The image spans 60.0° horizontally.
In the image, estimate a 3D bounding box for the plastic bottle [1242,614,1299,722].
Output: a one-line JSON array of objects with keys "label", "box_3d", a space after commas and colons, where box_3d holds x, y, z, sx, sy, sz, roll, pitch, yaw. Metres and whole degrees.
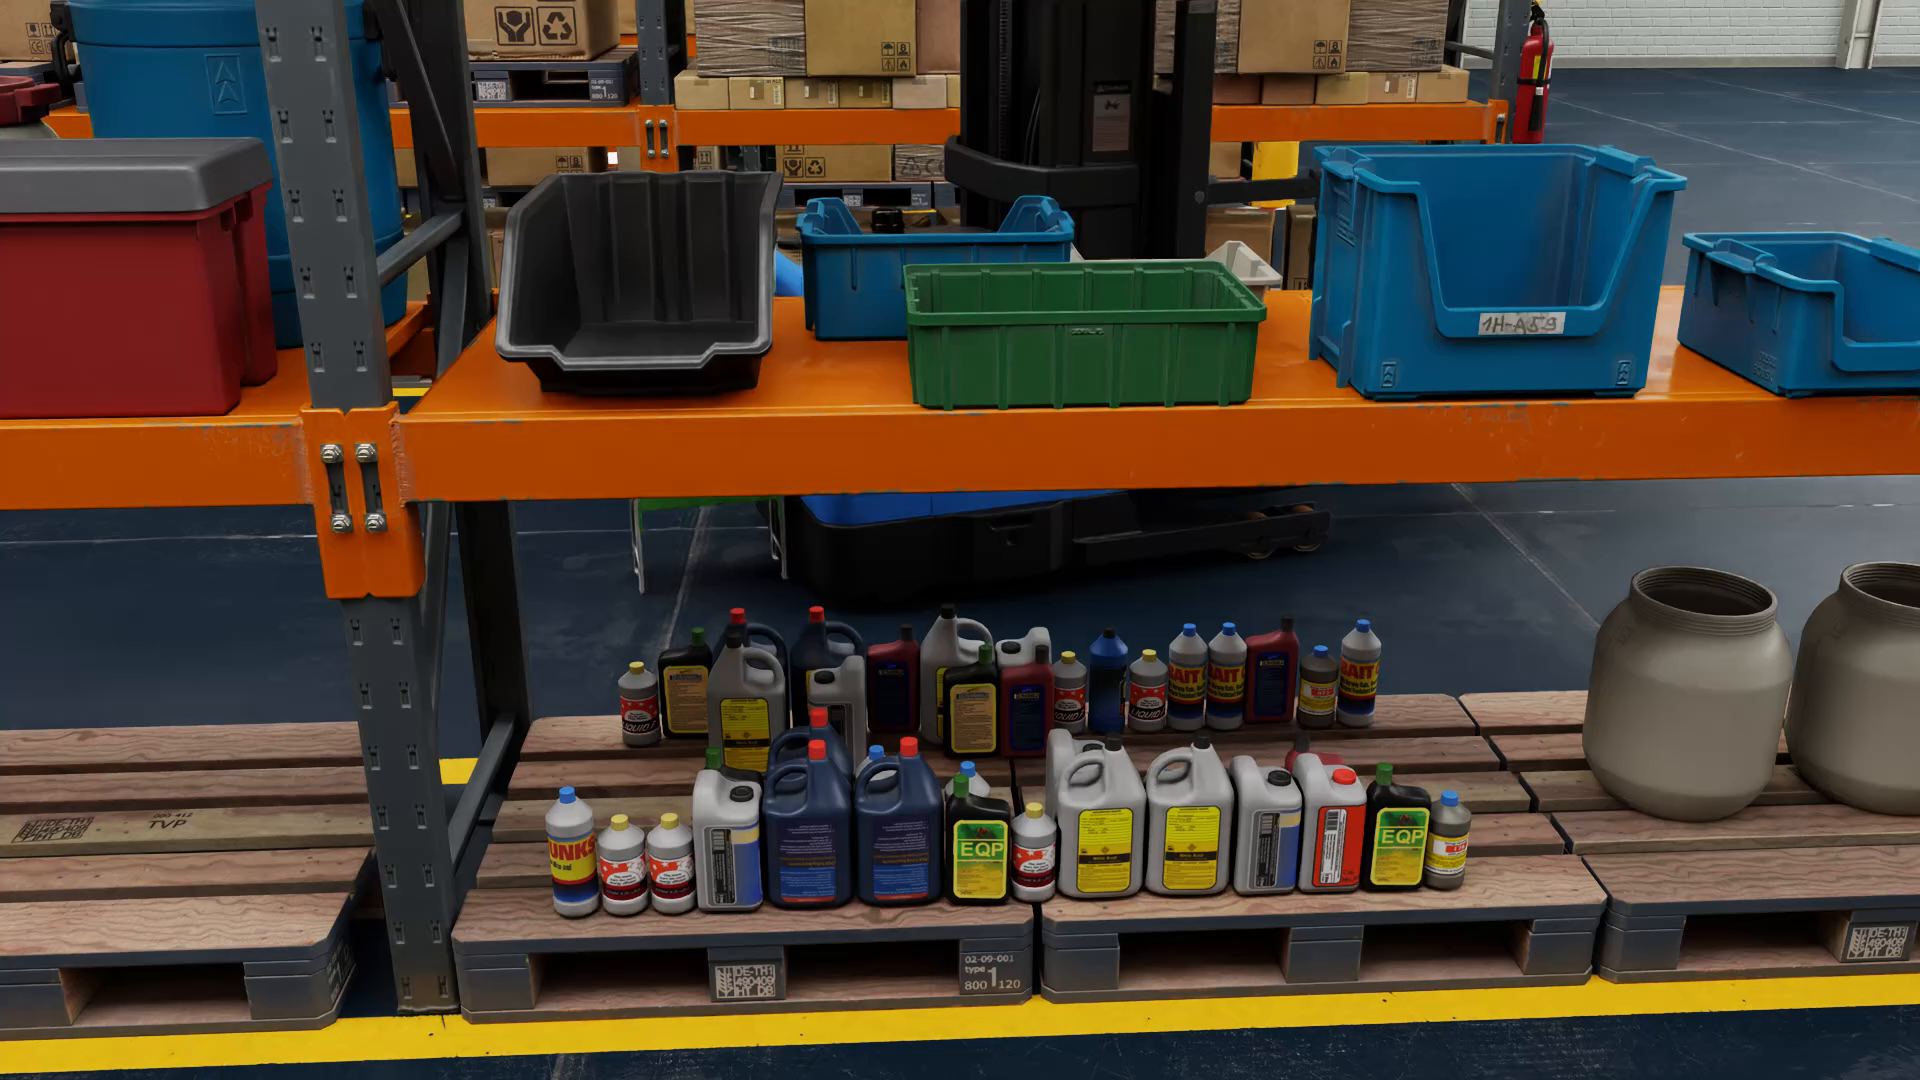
[{"label": "plastic bottle", "box_3d": [0.792, 0.326, 4.249, 0.133, 0.283, 0.061, -1, 21, -2]}]

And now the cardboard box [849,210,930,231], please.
[{"label": "cardboard box", "box_3d": [-0.456, -1.377, 8.444, 0.500, 0.500, 0.500, 5, 22, 14]}]

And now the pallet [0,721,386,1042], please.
[{"label": "pallet", "box_3d": [-1.929, 0.752, 3.849, 1.213, 0.211, 1.003, -1, 21, -3]}]

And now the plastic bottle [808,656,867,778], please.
[{"label": "plastic bottle", "box_3d": [-0.295, 0.419, 4.014, 0.135, 0.276, 0.152, -1, 21, -3]}]

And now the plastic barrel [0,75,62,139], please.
[{"label": "plastic barrel", "box_3d": [-2.114, -0.703, 3.561, 0.433, 0.535, 0.433, 0, 21, 0]}]

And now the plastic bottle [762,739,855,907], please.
[{"label": "plastic bottle", "box_3d": [-0.317, 0.582, 3.480, 0.185, 0.351, 0.144, -1, 21, -2]}]

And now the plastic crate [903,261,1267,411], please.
[{"label": "plastic crate", "box_3d": [0.225, -0.409, 3.278, 0.662, 0.188, 0.450, -1, 21, -3]}]

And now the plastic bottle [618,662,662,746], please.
[{"label": "plastic bottle", "box_3d": [-0.802, 0.403, 4.161, 0.097, 0.201, 0.097, 0, 21, 0]}]

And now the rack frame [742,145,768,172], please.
[{"label": "rack frame", "box_3d": [-1.612, -4.104, 12.686, 0.127, 3.000, 1.000, -1, 21, -3]}]

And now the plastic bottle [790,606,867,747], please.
[{"label": "plastic bottle", "box_3d": [-0.329, 0.332, 4.138, 0.185, 0.351, 0.144, -2, 21, -6]}]

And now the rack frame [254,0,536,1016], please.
[{"label": "rack frame", "box_3d": [-1.147, -0.581, 3.431, 0.127, 3.000, 1.000, -1, 21, -3]}]

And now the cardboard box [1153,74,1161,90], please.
[{"label": "cardboard box", "box_3d": [0.800, -2.157, 7.925, 0.250, 0.149, 0.380, -1, 21, -3]}]

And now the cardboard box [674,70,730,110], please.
[{"label": "cardboard box", "box_3d": [-1.198, -2.121, 7.828, 0.250, 0.149, 0.380, -1, 21, -3]}]

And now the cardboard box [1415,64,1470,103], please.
[{"label": "cardboard box", "box_3d": [2.291, -2.225, 8.103, 0.250, 0.149, 0.380, -1, 21, -3]}]

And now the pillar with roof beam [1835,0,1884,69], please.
[{"label": "pillar with roof beam", "box_3d": [13.191, -9.529, 18.503, 0.400, 9.000, 9.100, -1, 21, -3]}]

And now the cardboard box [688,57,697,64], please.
[{"label": "cardboard box", "box_3d": [-3.578, -6.683, 22.205, 0.625, 0.625, 0.875, -1, 21, -4]}]

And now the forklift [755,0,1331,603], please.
[{"label": "forklift", "box_3d": [0.803, -1.469, 5.860, 3.031, 2.935, 1.130, -7, 22, -19]}]

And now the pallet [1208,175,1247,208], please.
[{"label": "pallet", "box_3d": [1.588, -2.838, 13.280, 1.213, 0.211, 1.003, -1, 21, -3]}]

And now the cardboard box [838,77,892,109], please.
[{"label": "cardboard box", "box_3d": [-0.450, -2.144, 7.891, 0.250, 0.149, 0.380, -1, 21, -3]}]

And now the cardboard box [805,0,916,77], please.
[{"label": "cardboard box", "box_3d": [-0.476, -2.511, 7.942, 0.500, 0.500, 0.875, -1, 21, -3]}]

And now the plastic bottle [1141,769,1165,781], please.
[{"label": "plastic bottle", "box_3d": [0.431, 0.594, 3.660, 0.097, 0.201, 0.097, 0, 21, 0]}]

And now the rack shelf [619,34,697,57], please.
[{"label": "rack shelf", "box_3d": [-3.608, -3.728, 12.707, 4.000, 0.370, 1.077, -1, 21, -3]}]

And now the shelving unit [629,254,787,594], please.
[{"label": "shelving unit", "box_3d": [-0.873, -0.442, 5.596, 0.503, 1.200, 0.258, -6, 22, -14]}]

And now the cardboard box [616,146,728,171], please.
[{"label": "cardboard box", "box_3d": [-2.226, -3.205, 12.894, 0.750, 0.750, 1.050, -1, 21, -3]}]

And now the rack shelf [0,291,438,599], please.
[{"label": "rack shelf", "box_3d": [-3.144, -0.204, 3.452, 4.000, 0.370, 1.077, -1, 21, -3]}]

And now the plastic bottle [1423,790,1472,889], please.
[{"label": "plastic bottle", "box_3d": [1.038, 0.633, 3.557, 0.097, 0.201, 0.097, 0, 21, 0]}]

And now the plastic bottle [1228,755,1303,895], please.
[{"label": "plastic bottle", "box_3d": [0.646, 0.596, 3.549, 0.135, 0.276, 0.152, -2, 21, -5]}]

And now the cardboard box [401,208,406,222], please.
[{"label": "cardboard box", "box_3d": [-3.080, -1.358, 8.368, 0.500, 0.500, 0.700, -3, 21, -8]}]

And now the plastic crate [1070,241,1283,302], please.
[{"label": "plastic crate", "box_3d": [0.460, -0.581, 3.801, 0.437, 0.136, 0.530, -1, 21, -3]}]

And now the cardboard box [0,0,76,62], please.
[{"label": "cardboard box", "box_3d": [-4.335, -2.574, 7.936, 0.500, 0.500, 0.700, 2, 21, 5]}]

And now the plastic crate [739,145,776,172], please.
[{"label": "plastic crate", "box_3d": [-1.513, -3.286, 14.407, 0.662, 0.188, 0.450, 10, 33, 25]}]

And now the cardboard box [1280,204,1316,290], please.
[{"label": "cardboard box", "box_3d": [1.940, -1.443, 8.618, 0.500, 0.500, 0.500, 3, 21, 7]}]

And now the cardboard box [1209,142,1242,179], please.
[{"label": "cardboard box", "box_3d": [1.708, -3.352, 13.105, 0.875, 0.875, 0.875, -1, 21, -3]}]

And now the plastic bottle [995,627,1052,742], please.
[{"label": "plastic bottle", "box_3d": [0.156, 0.359, 4.173, 0.135, 0.276, 0.152, -1, 21, -2]}]

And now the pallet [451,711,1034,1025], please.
[{"label": "pallet", "box_3d": [-0.474, 0.723, 3.924, 1.213, 0.211, 1.003, -1, 21, -3]}]

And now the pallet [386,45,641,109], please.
[{"label": "pallet", "box_3d": [-2.201, -2.287, 8.182, 1.213, 0.211, 1.003, -1, 21, -3]}]

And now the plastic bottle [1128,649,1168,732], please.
[{"label": "plastic bottle", "box_3d": [0.478, 0.377, 4.229, 0.097, 0.201, 0.097, 0, 21, 0]}]

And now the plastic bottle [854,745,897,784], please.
[{"label": "plastic bottle", "box_3d": [-0.179, 0.574, 3.615, 0.097, 0.271, 0.097, 0, 21, 0]}]

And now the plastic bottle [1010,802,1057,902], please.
[{"label": "plastic bottle", "box_3d": [0.155, 0.651, 3.510, 0.097, 0.201, 0.097, 0, 21, 0]}]

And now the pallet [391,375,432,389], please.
[{"label": "pallet", "box_3d": [-2.207, -1.021, 8.506, 1.213, 0.211, 1.003, -1, 21, -3]}]

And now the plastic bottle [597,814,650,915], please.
[{"label": "plastic bottle", "box_3d": [-0.702, 0.668, 3.464, 0.097, 0.201, 0.097, 0, 21, 0]}]

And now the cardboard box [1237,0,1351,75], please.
[{"label": "cardboard box", "box_3d": [1.521, -2.553, 8.053, 0.500, 0.500, 0.875, -1, 21, -3]}]

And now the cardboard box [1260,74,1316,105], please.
[{"label": "cardboard box", "box_3d": [1.544, -2.197, 8.030, 0.250, 0.149, 0.380, -1, 21, -3]}]

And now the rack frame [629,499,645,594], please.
[{"label": "rack frame", "box_3d": [-1.108, -0.419, 5.535, 0.015, 1.200, 0.240, -6, 22, -14]}]
